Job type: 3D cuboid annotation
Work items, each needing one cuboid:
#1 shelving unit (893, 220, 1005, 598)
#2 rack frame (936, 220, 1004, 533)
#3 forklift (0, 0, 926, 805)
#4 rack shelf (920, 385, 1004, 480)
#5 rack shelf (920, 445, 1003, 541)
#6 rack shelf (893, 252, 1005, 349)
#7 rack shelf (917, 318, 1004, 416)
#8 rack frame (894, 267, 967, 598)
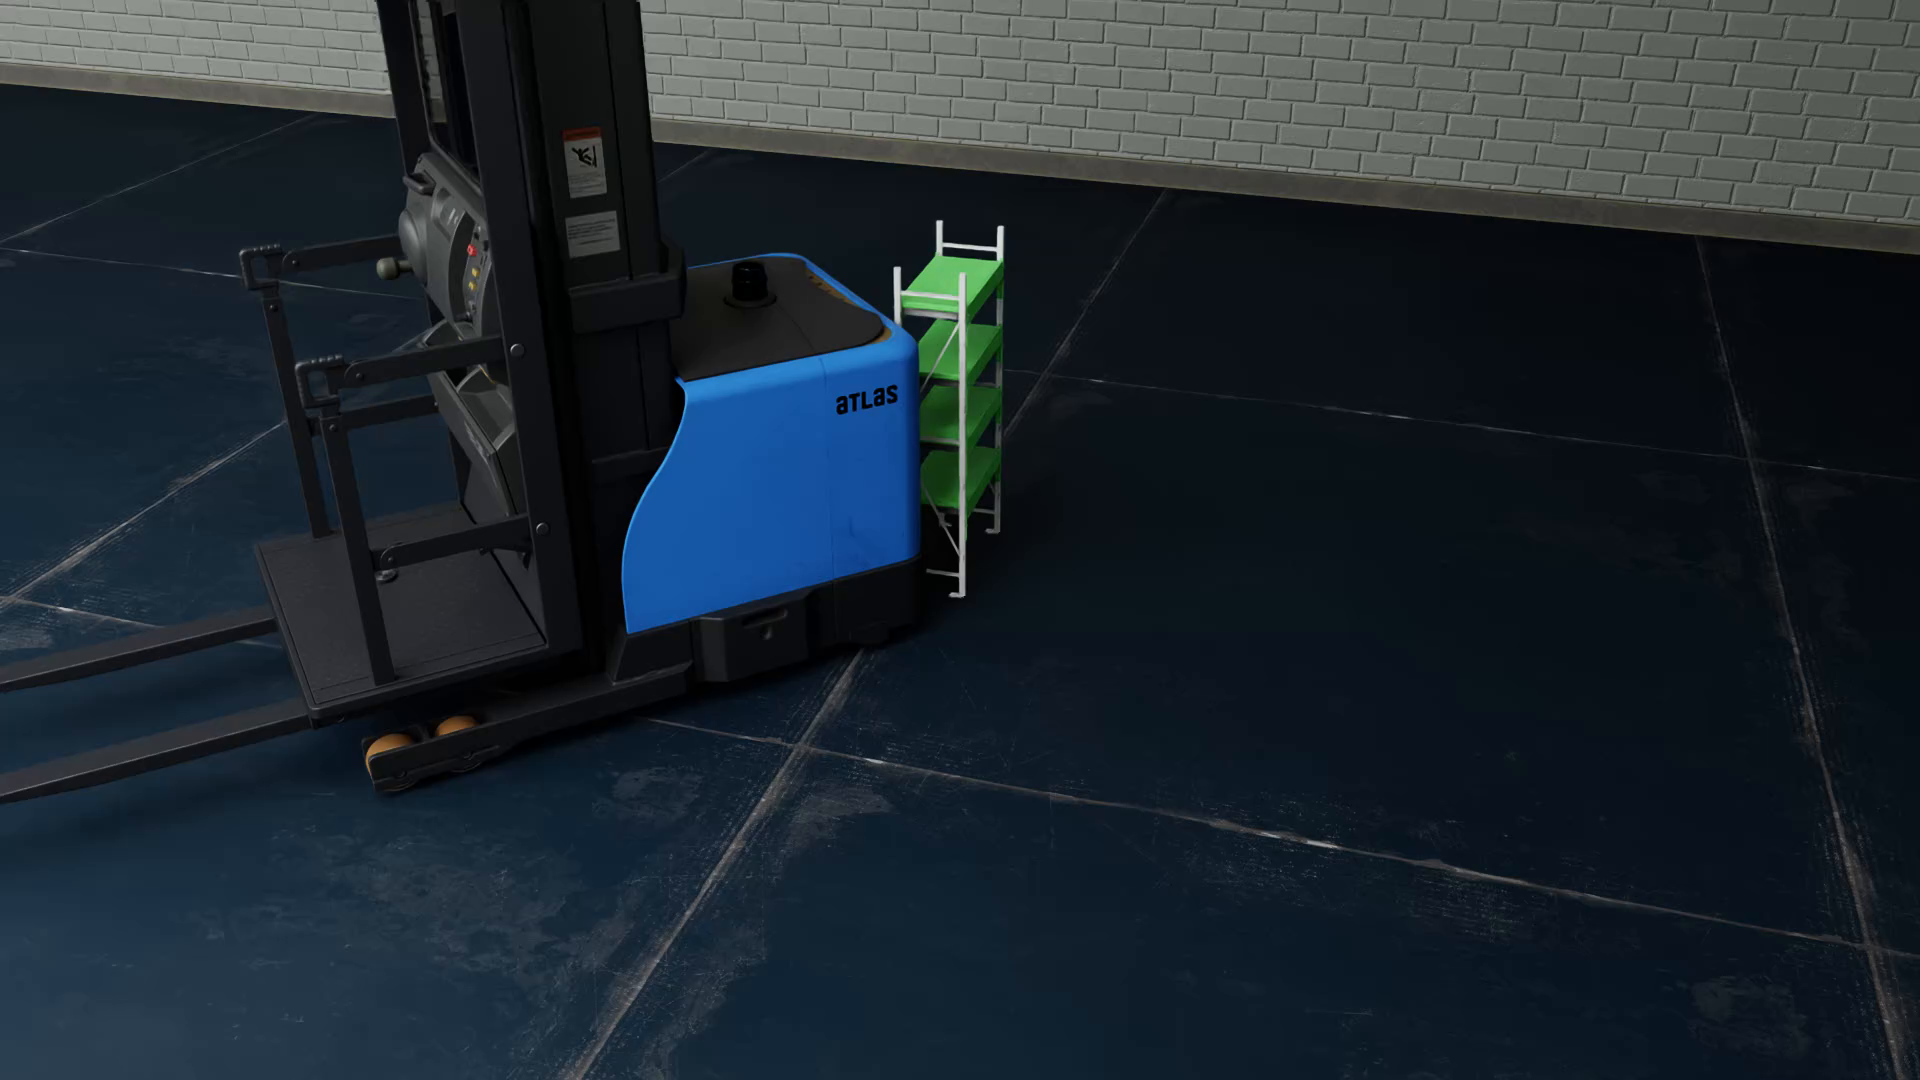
[{"bbox_3d":[-0.031,-0.454,5.832,0.258,1.200,0.503,8,30,14],"label":"shelving unit"},{"bbox_3d":[0.035,-0.568,6.037,0.240,1.200,0.015,8,30,14],"label":"rack frame"},{"bbox_3d":[-1.658,-0.832,4.731,3.031,2.935,1.130,-15,32,-25],"label":"forklift"},{"bbox_3d":[-0.031,-0.398,5.863,0.258,0.148,0.480,8,30,14],"label":"rack shelf"},{"bbox_3d":[-0.031,-0.188,5.980,0.258,0.148,0.480,8,30,14],"label":"rack shelf"},{"bbox_3d":[-0.031,-0.818,5.630,0.258,0.148,0.480,8,30,14],"label":"rack shelf"},{"bbox_3d":[-0.031,-0.608,5.746,0.258,0.148,0.480,8,30,14],"label":"rack shelf"},{"bbox_3d":[-0.097,-0.340,5.626,0.240,1.200,0.015,8,30,14],"label":"rack frame"}]
